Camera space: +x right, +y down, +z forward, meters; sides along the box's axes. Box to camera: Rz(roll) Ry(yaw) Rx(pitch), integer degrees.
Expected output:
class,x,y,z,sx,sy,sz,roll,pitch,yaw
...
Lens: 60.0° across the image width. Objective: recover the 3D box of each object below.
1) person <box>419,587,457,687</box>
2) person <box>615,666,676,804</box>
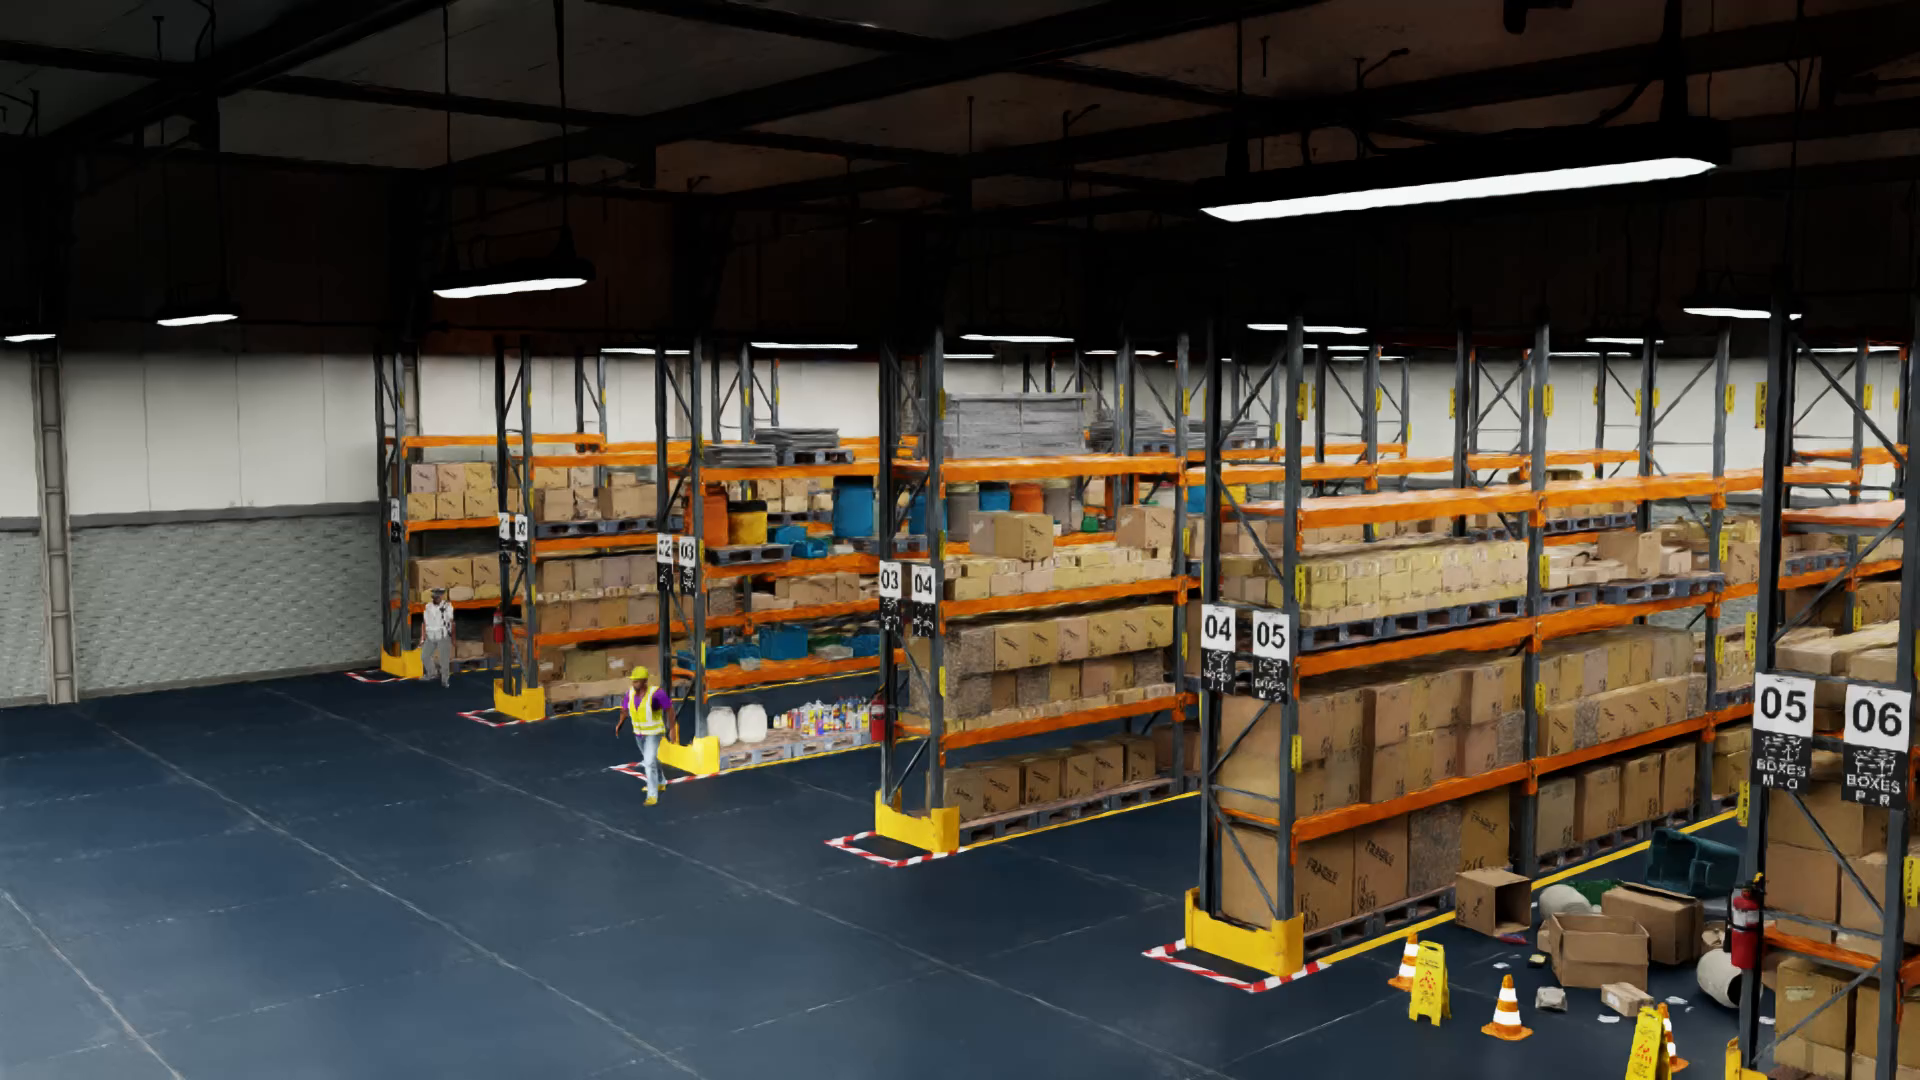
class,x,y,z,sx,sy,sz,roll,pitch,yaw
person,-9.127,1.669,28.890,0.737,1.742,0.554,1,5,8
person,-3.912,2.412,20.903,0.700,1.705,0.840,3,6,32
